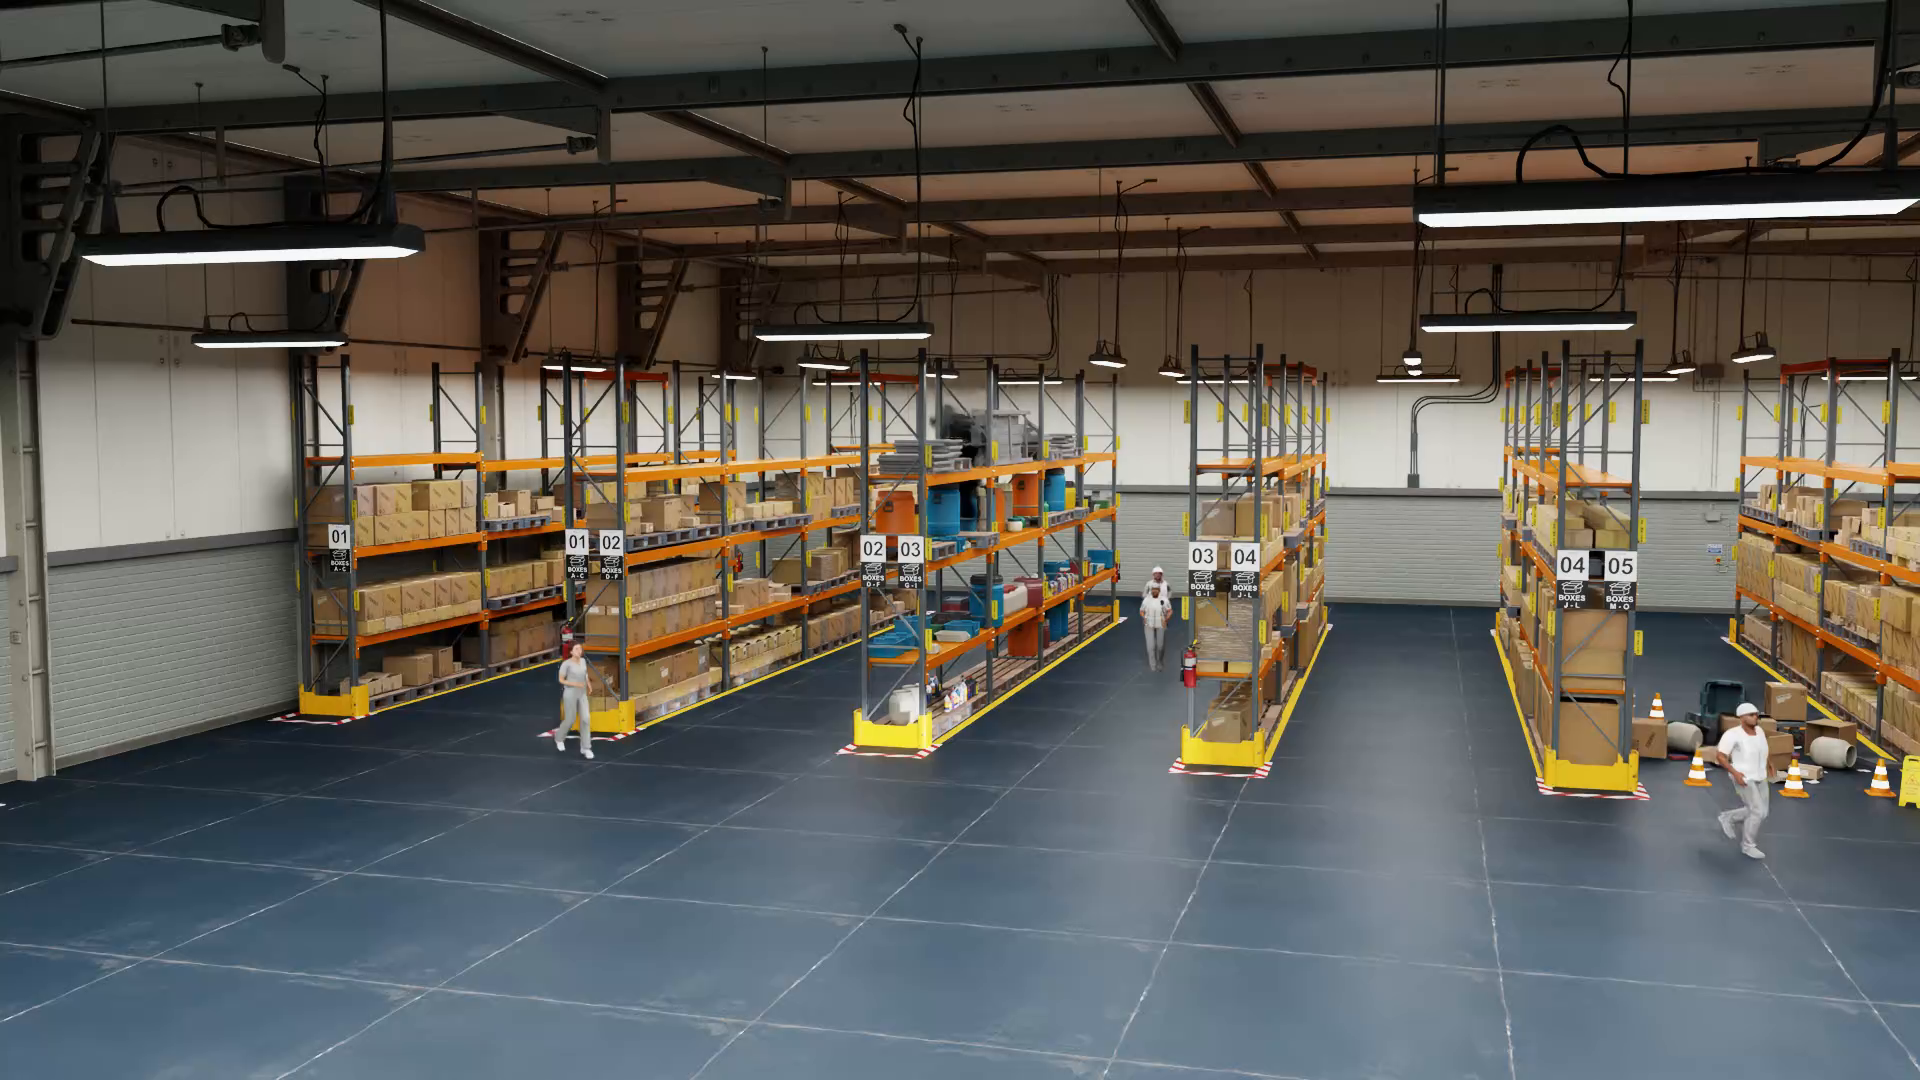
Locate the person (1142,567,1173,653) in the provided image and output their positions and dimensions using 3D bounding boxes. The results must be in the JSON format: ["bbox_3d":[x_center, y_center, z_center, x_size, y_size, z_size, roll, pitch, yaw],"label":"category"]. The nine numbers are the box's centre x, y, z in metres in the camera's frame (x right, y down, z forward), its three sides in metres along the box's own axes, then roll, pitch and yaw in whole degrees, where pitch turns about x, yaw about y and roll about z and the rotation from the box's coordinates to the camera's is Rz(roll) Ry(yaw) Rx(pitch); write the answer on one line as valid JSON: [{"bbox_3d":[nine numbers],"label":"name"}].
[{"bbox_3d":[4.185,1.455,35.191,0.657,1.777,0.949,0,4,3],"label":"person"}]

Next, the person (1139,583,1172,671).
[{"bbox_3d":[3.596,1.615,30.645,0.602,1.654,0.534,1,4,11],"label":"person"}]

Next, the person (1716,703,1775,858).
[{"bbox_3d":[8.974,2.719,19.027,0.693,1.742,0.649,-2,5,-26],"label":"person"}]

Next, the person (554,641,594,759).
[{"bbox_3d":[-5.673,2.328,24.491,0.854,1.695,0.583,4,6,43],"label":"person"}]
